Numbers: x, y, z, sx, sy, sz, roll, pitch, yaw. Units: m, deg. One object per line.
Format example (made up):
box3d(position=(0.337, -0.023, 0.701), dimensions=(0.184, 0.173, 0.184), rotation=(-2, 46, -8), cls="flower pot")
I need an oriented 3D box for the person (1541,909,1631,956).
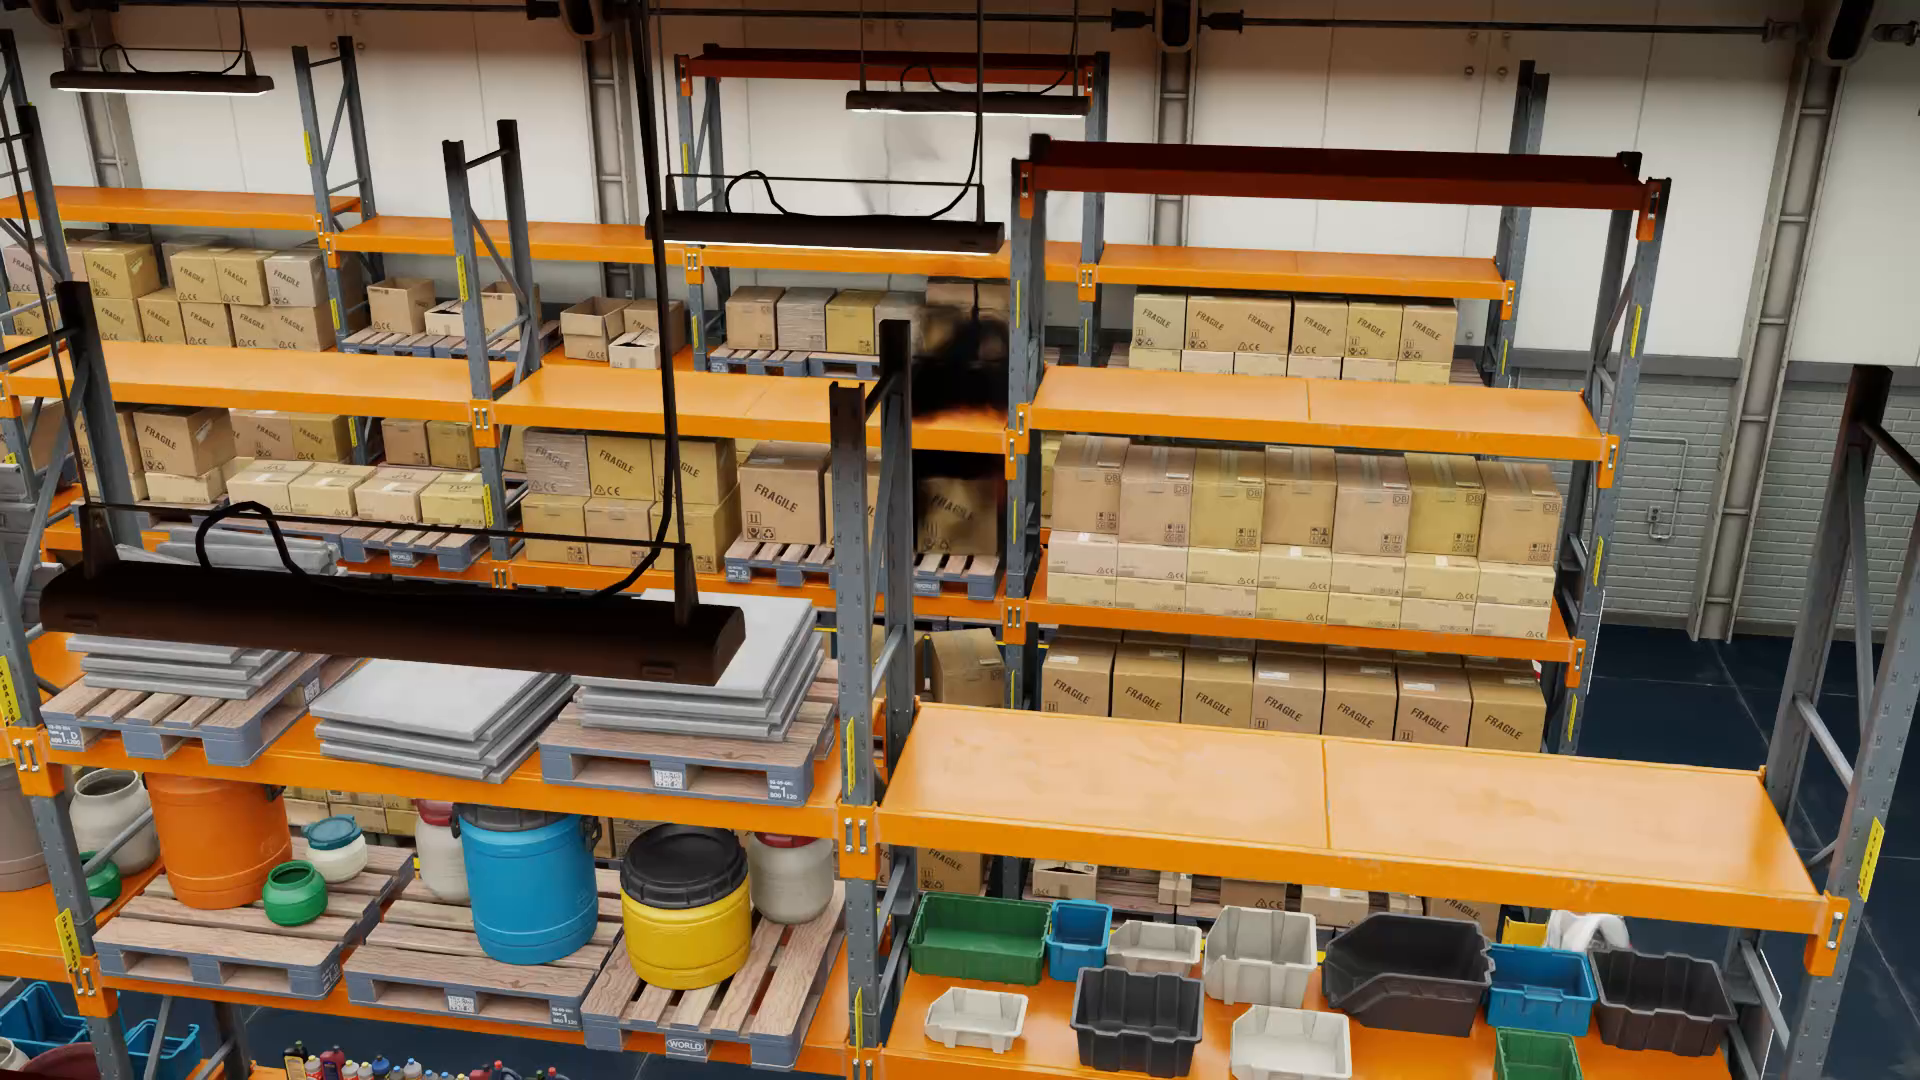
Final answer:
box3d(position=(4.099, 2.959, 11.148), dimensions=(0.782, 1.791, 0.733), rotation=(-10, 25, -23), cls="person")
